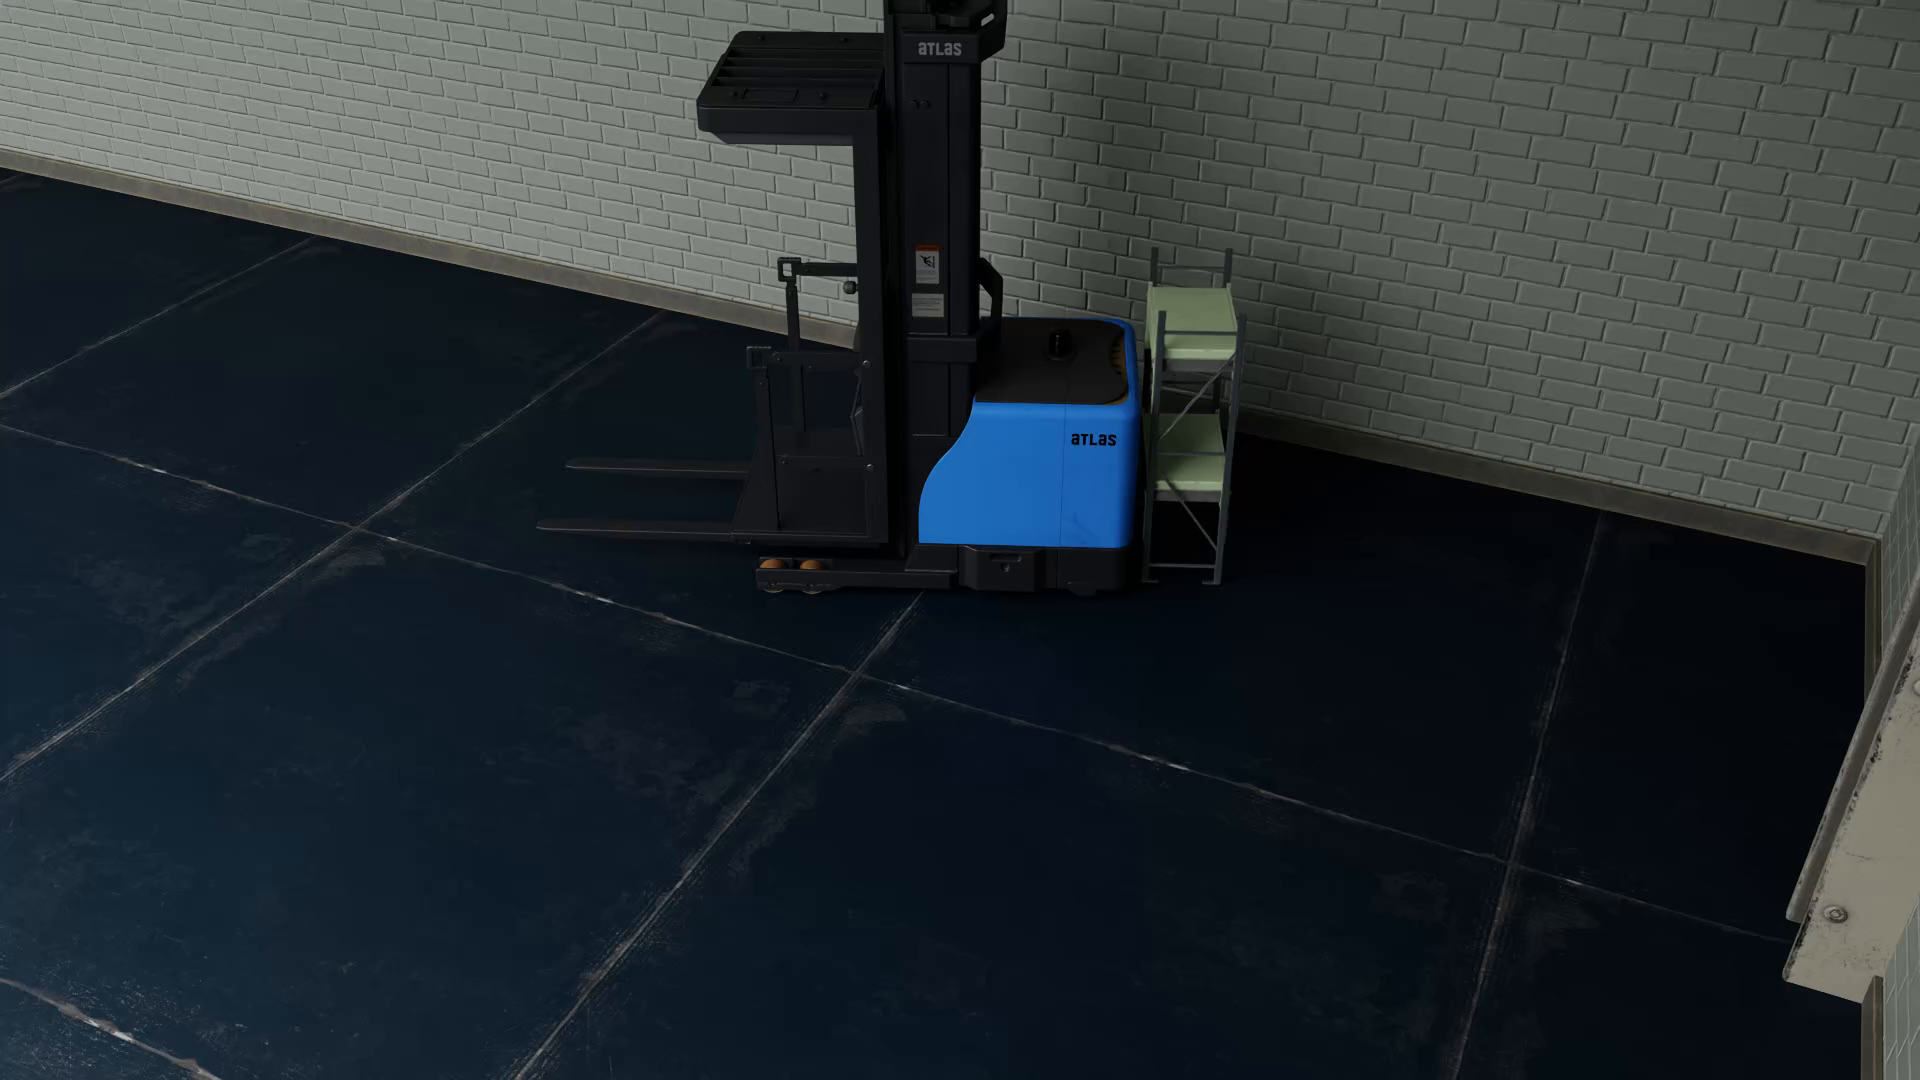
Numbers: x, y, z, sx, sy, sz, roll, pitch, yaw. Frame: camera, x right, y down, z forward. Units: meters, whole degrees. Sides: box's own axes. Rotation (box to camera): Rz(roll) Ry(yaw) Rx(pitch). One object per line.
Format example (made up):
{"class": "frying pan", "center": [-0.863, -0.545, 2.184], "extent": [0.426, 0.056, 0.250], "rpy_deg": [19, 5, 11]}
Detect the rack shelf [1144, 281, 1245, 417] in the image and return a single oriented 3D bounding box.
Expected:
{"class": "rack shelf", "center": [1.129, -0.939, 8.100], "extent": [0.431, 0.370, 0.720], "rpy_deg": [1, 33, 3]}

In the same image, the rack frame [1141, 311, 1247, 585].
{"class": "rack frame", "center": [1.113, -0.412, 8.008], "extent": [0.400, 1.500, 0.023], "rpy_deg": [1, 33, 3]}

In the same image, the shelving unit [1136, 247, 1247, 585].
{"class": "shelving unit", "center": [1.132, -0.613, 8.314], "extent": [0.431, 1.500, 0.755], "rpy_deg": [1, 33, 3]}

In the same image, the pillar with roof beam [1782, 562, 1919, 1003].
{"class": "pillar with roof beam", "center": [-0.603, -3.165, 5.371], "extent": [9.100, 9.000, 0.400], "rpy_deg": [14, 36, 20]}

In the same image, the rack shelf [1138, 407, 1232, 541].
{"class": "rack shelf", "center": [1.134, -0.340, 8.493], "extent": [0.431, 0.370, 0.720], "rpy_deg": [1, 33, 3]}

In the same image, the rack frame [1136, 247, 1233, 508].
{"class": "rack frame", "center": [1.150, -0.813, 8.620], "extent": [0.400, 1.500, 0.023], "rpy_deg": [1, 33, 3]}

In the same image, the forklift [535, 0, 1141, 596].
{"class": "forklift", "center": [-0.628, -1.243, 7.973], "extent": [3.031, 2.935, 1.130], "rpy_deg": [2, 33, 2]}
